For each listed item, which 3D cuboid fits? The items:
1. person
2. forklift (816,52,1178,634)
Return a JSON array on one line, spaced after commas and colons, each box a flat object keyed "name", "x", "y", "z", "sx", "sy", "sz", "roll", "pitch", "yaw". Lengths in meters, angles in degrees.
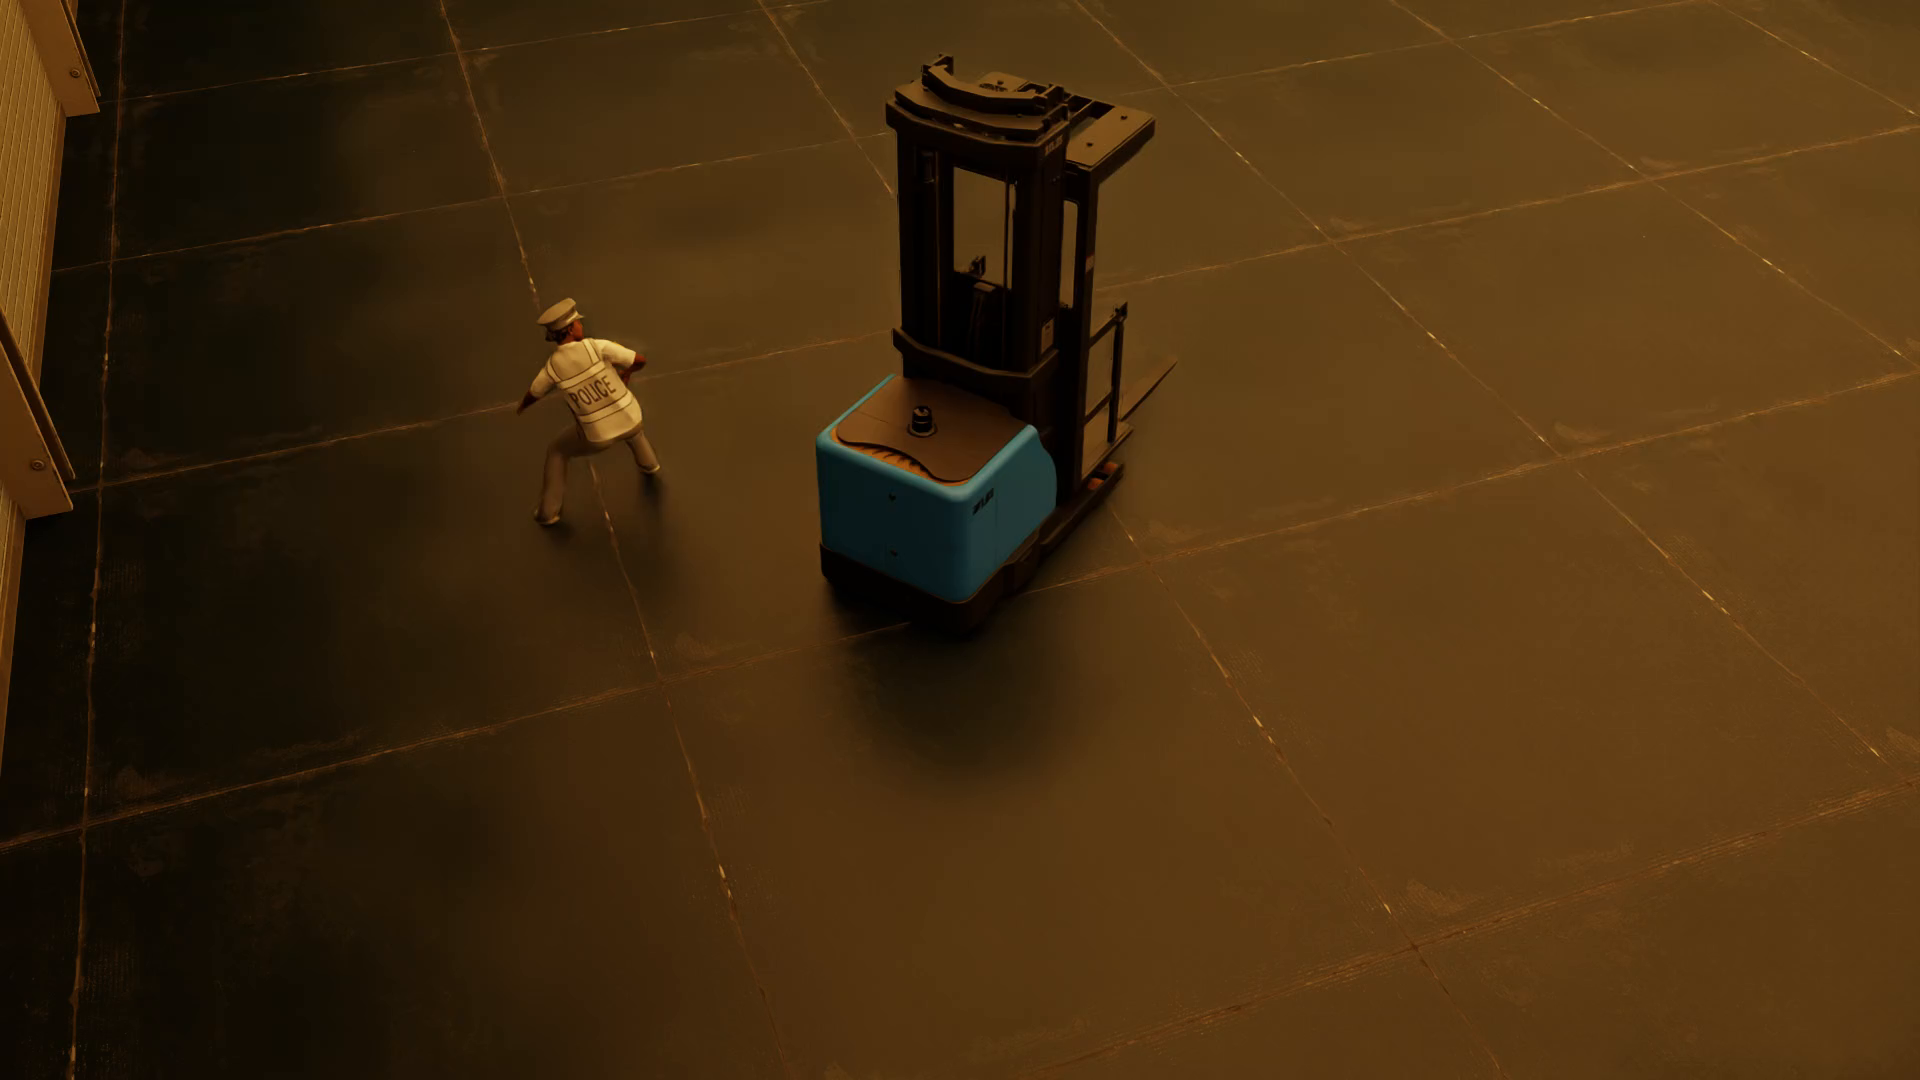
[{"name": "person", "x": -2.310, "y": -0.794, "z": 10.163, "sx": 0.855, "sy": 1.467, "sz": 0.738, "roll": -18, "pitch": 43, "yaw": -20}, {"name": "forklift", "x": 0.395, "y": -1.501, "z": 9.785, "sx": 1.130, "sy": 2.935, "sz": 3.031, "roll": 23, "pitch": 45, "yaw": 25}]
